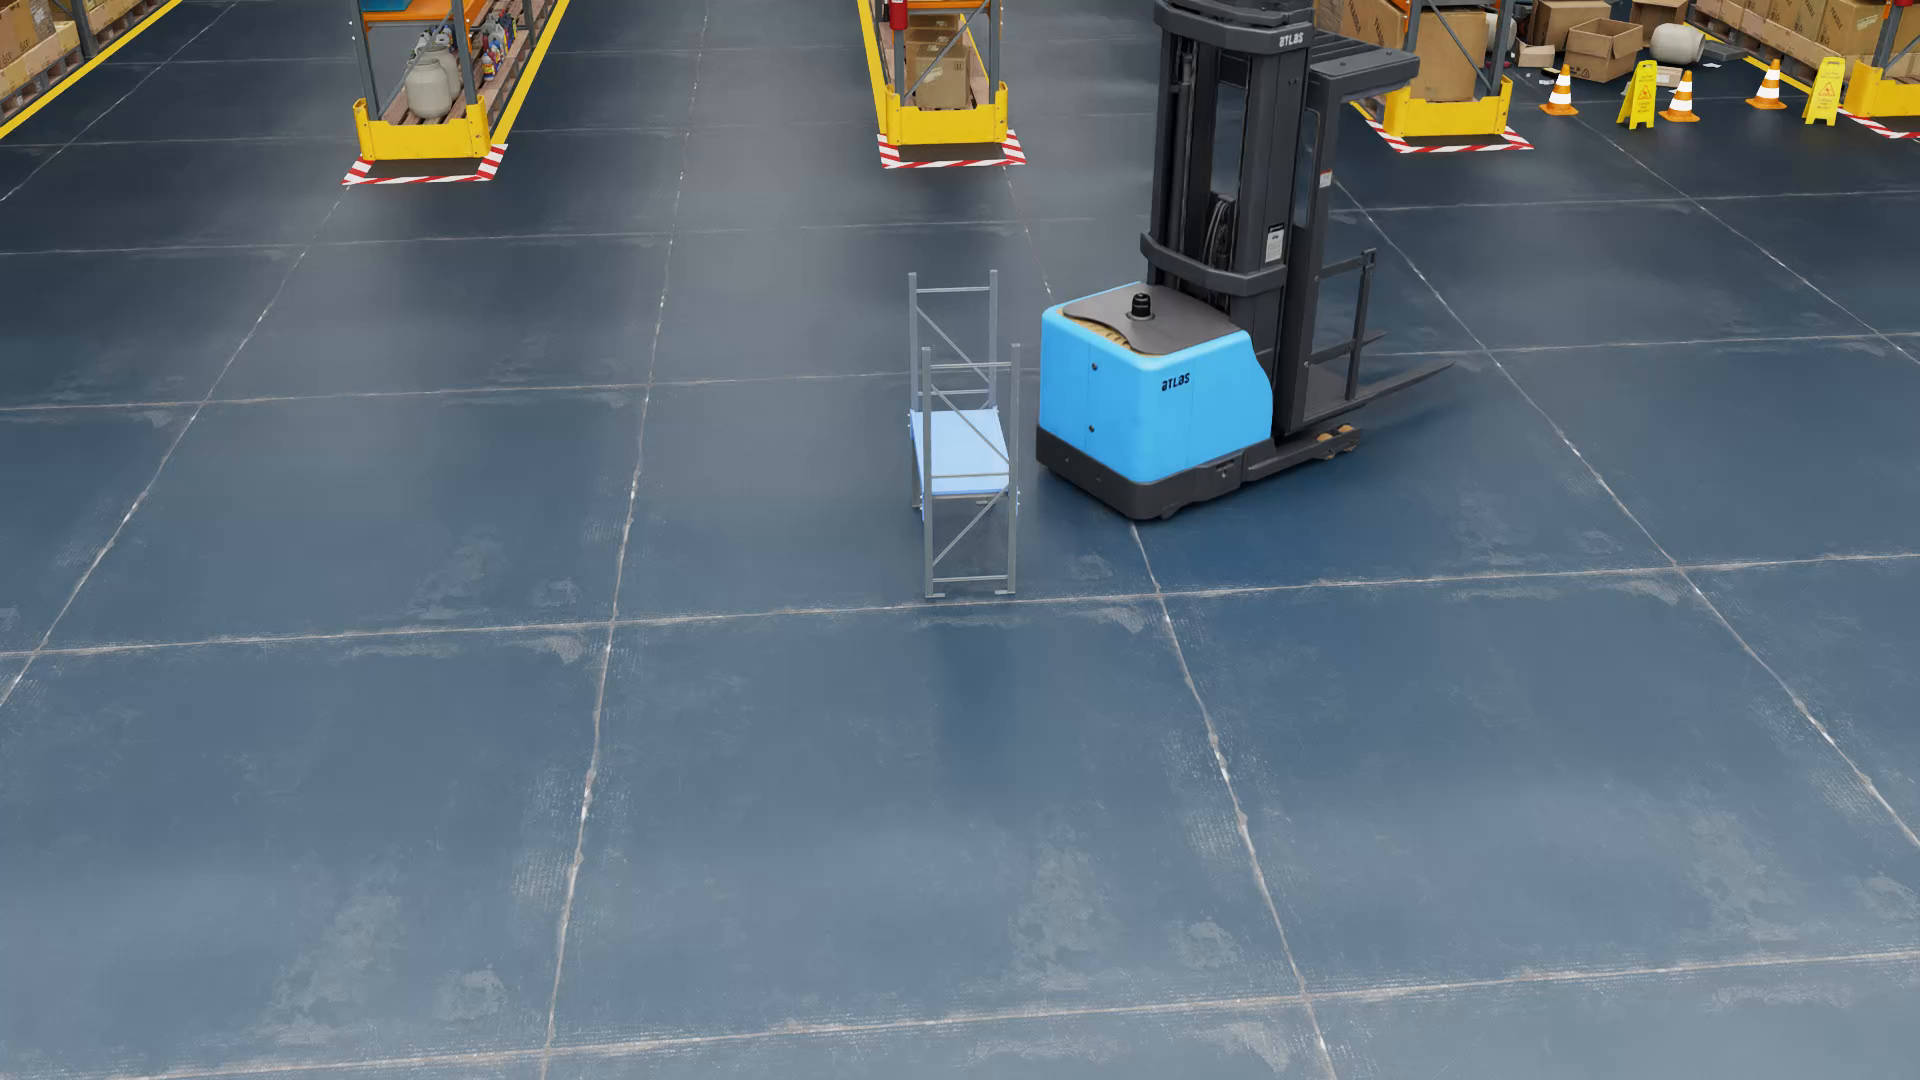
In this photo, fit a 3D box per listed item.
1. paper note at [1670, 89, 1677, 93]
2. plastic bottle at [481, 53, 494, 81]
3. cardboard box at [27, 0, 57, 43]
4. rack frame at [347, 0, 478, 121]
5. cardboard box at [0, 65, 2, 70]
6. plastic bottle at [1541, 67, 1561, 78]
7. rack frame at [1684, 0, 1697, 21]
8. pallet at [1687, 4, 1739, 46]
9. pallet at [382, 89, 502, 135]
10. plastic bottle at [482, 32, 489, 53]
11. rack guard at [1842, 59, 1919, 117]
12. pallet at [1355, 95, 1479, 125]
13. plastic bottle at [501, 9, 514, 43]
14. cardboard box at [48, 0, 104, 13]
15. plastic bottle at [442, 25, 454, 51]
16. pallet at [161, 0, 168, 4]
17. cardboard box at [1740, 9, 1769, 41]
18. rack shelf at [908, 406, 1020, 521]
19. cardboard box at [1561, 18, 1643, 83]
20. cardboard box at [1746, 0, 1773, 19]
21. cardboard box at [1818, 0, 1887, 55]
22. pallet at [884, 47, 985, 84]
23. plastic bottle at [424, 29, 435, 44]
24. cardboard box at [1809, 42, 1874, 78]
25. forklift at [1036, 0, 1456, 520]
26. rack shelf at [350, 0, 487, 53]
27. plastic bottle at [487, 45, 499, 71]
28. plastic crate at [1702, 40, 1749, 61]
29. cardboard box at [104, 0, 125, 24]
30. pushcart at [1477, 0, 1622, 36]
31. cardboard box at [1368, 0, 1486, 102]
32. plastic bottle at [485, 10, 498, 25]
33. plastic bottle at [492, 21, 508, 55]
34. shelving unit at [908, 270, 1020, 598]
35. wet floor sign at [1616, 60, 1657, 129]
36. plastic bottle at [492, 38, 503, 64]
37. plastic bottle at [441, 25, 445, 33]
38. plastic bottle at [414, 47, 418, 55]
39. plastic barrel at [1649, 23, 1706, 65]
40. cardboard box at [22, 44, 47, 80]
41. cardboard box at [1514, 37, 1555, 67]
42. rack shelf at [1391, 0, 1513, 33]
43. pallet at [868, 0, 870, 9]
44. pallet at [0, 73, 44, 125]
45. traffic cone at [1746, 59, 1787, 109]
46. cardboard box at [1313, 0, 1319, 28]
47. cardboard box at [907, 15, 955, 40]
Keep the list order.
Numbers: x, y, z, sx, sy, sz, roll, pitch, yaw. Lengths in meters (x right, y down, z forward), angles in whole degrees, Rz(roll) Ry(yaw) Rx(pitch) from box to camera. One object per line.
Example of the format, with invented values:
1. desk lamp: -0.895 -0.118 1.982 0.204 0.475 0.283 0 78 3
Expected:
1. paper note: 7.669 -4.790 17.740 0.148 0.019 0.142 -14 33 -22
2. plastic bottle: -4.918 -4.924 17.300 0.097 0.271 0.097 0 31 0
3. cardboard box: -10.068 -5.612 17.761 0.500 0.500 0.500 -3 31 -5
4. rack frame: -5.059 -4.966 15.138 1.000 3.000 0.127 -3 31 -5
5. cardboard box: -9.927 -4.846 16.479 0.500 0.500 0.500 -3 31 -5
6. plastic bottle: 6.503 -5.153 18.318 0.133 0.061 0.283 -14 33 -22
7. rack frame: 9.366 -7.720 19.750 1.000 3.000 0.127 -3 31 -5
8. pallet: 9.464 -6.182 19.893 1.003 0.211 1.213 -3 31 -5
9. pallet: -5.183 -4.220 16.609 1.003 0.211 1.213 -3 31 -5
10. plastic bottle: -5.132 -5.364 18.025 0.061 0.283 0.133 -3 31 -5
11. rack guard: 9.732 -4.643 17.036 1.175 0.500 0.348 -3 31 -5
12. pallet: 4.668 -4.596 17.239 1.003 0.211 1.213 -3 31 -5
13. plastic bottle: -5.085 -5.745 18.596 0.144 0.351 0.185 -4 31 -6
14. cardboard box: -10.155 -6.236 18.990 0.500 0.311 0.500 -3 31 -4
15. plastic bottle: -5.636 -5.525 18.307 0.097 0.271 0.097 0 31 0
16. pallet: -10.700 -7.195 21.591 1.003 0.211 1.213 -3 31 -5
17. cardboard box: 9.265 -5.863 18.912 0.500 0.250 0.500 -3 31 -5
18. rack shelf: 0.008 -0.446 9.385 0.538 0.185 1.000 -3 31 -5
19. cardboard box: 7.055 -5.382 18.269 0.637 0.503 0.797 27 40 37
20. cardboard box: 9.260 -6.190 18.729 0.500 0.500 0.500 -1 31 -2
21. cardboard box: 9.405 -5.396 17.400 0.500 0.500 0.500 -3 31 -4
22. pallet: -0.286 -5.083 18.053 1.003 0.211 1.213 -3 31 -5
23. plastic bottle: -5.713 -5.314 17.876 0.144 0.351 0.185 -3 31 -5
24. cardboard box: 9.394 -5.090 17.618 0.500 0.250 0.500 -3 31 -5
25. forklift: 1.968 -1.968 10.187 3.031 2.935 1.130 -20 36 -30
26. rack shelf: -5.245 -5.678 17.032 1.077 0.370 4.000 -3 31 -5
27. plastic bottle: -4.950 -5.099 17.593 0.097 0.271 0.097 0 31 0
28. plastic crate: 8.696 -5.626 19.090 0.402 0.080 0.583 -14 33 -22
29. cardboard box: -10.202 -6.251 19.562 0.500 0.250 0.500 -2 31 -3
30. pushcart: 7.100 -6.459 20.196 1.648 0.377 0.936 -14 33 -22
31. cardboard box: 4.691 -5.000 16.859 0.875 0.875 0.875 -3 31 -4
32. plastic bottle: -5.229 -5.738 18.585 0.144 0.351 0.185 -3 31 -5
33. plastic bottle: -5.037 -5.482 18.156 0.144 0.351 0.185 -3 31 -5
34. shelving unit: 0.008 -0.600 9.292 0.538 1.500 1.048 -3 31 -5
35. wet floor sign: 6.795 -4.458 16.585 0.267 0.644 0.232 -8 32 -13
36. plastic bottle: -4.978 -5.253 17.852 0.097 0.271 0.097 0 31 0
37. plastic bottle: -5.770 -5.628 18.401 0.144 0.351 0.185 -2 31 -3
38. plastic bottle: -5.663 -5.032 17.476 0.152 0.276 0.135 -3 31 -4
39. plastic barrel: 8.039 -5.554 18.635 0.512 0.421 0.421 20 36 29
40. cardboard box: -10.005 -5.036 17.527 0.500 0.250 0.500 -3 31 -5
41. cardboard box: 6.441 -5.468 18.646 0.396 0.266 0.258 2 31 4
42. rack shelf: 4.634 -6.101 17.741 1.077 0.370 4.000 -3 31 -5
43. pallet: -0.692 -7.070 21.380 1.003 0.211 1.213 -3 31 -5
44. pallet: -10.215 -4.543 17.150 1.003 0.211 1.213 -3 31 -5
45. traffic cone: 8.415 -4.746 17.245 0.336 0.463 0.334 -3 31 -5
46. cardboard box: 4.436 -6.375 19.160 0.875 0.875 0.875 -2 31 -4
47. cardboard box: -0.299 -5.254 17.649 0.500 0.500 0.500 0 31 0
